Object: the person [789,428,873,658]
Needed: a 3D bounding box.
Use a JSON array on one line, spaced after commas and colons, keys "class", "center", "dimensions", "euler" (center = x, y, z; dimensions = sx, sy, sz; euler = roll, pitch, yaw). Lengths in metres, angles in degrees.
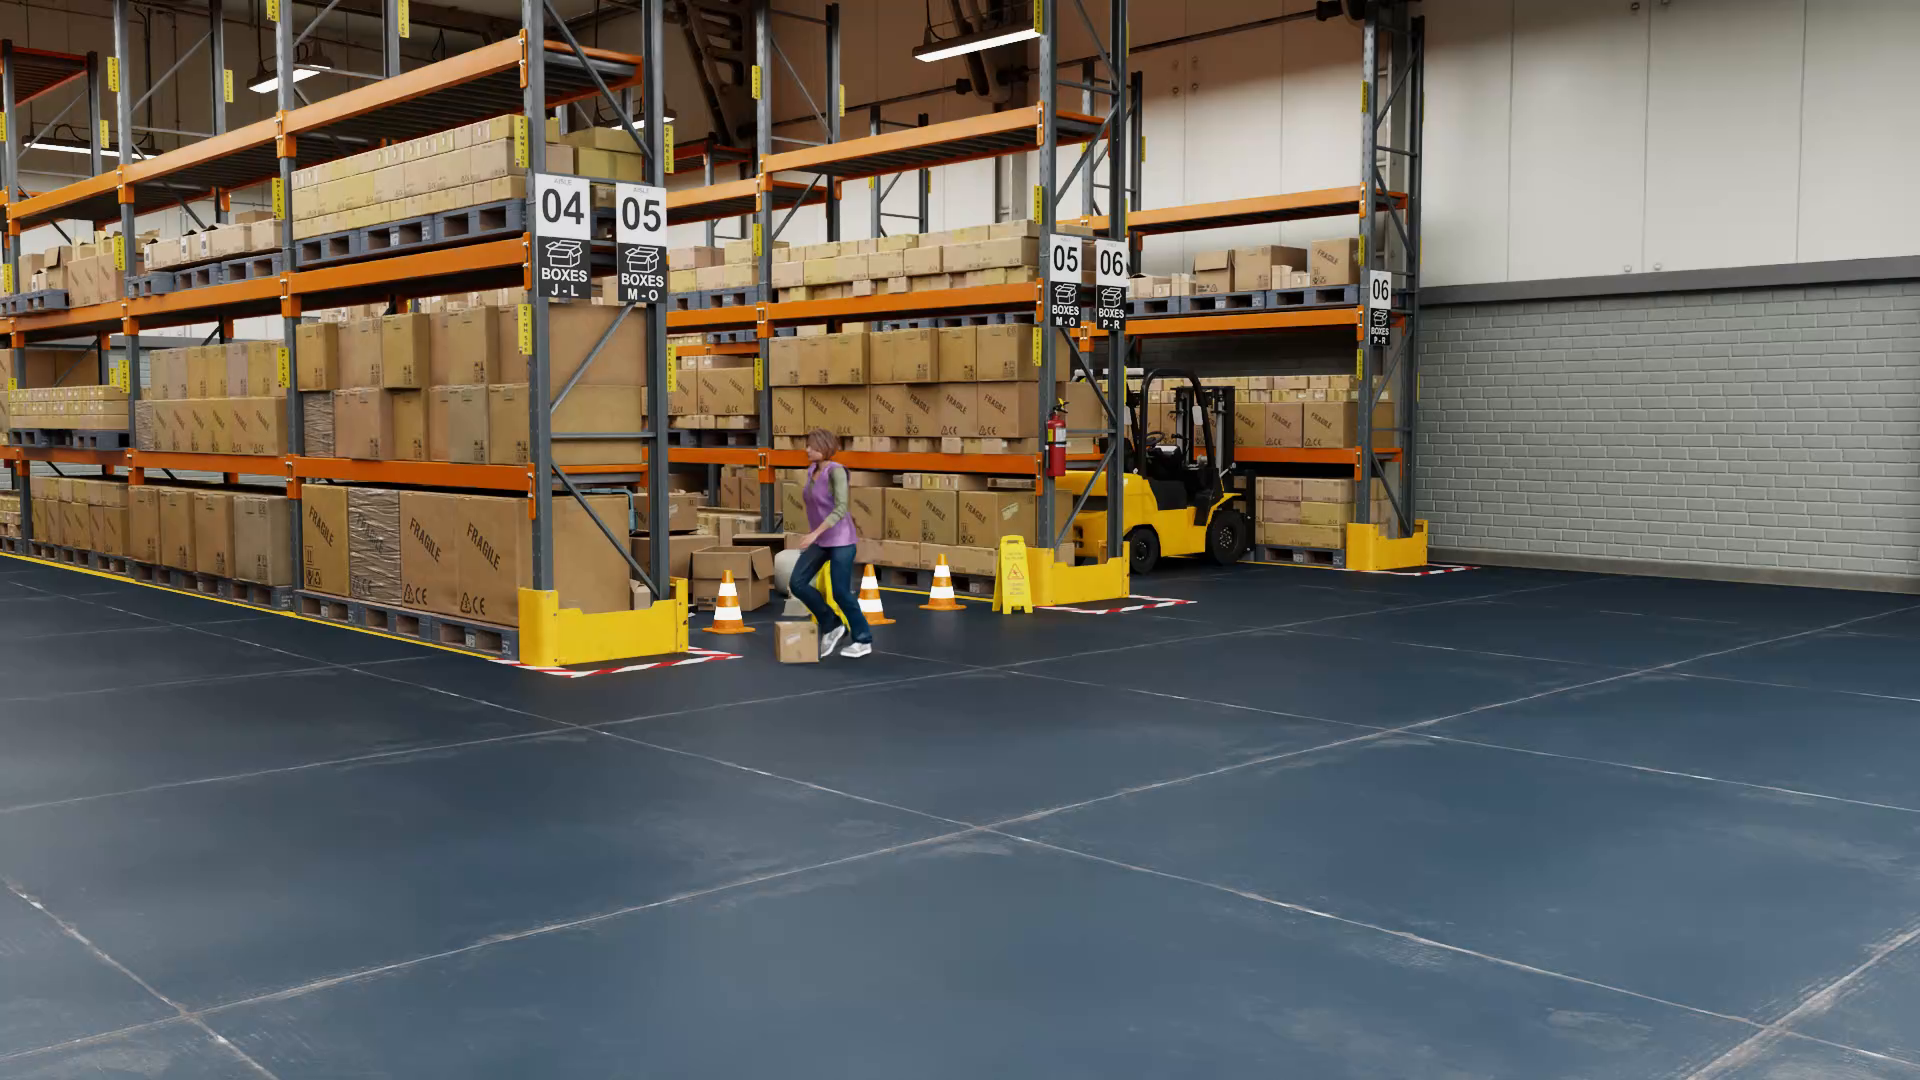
[{"class": "person", "center": [-0.885, 0.031, 11.169], "dimensions": [0.674, 1.537, 0.578], "euler": [-3, 5, -40]}]
